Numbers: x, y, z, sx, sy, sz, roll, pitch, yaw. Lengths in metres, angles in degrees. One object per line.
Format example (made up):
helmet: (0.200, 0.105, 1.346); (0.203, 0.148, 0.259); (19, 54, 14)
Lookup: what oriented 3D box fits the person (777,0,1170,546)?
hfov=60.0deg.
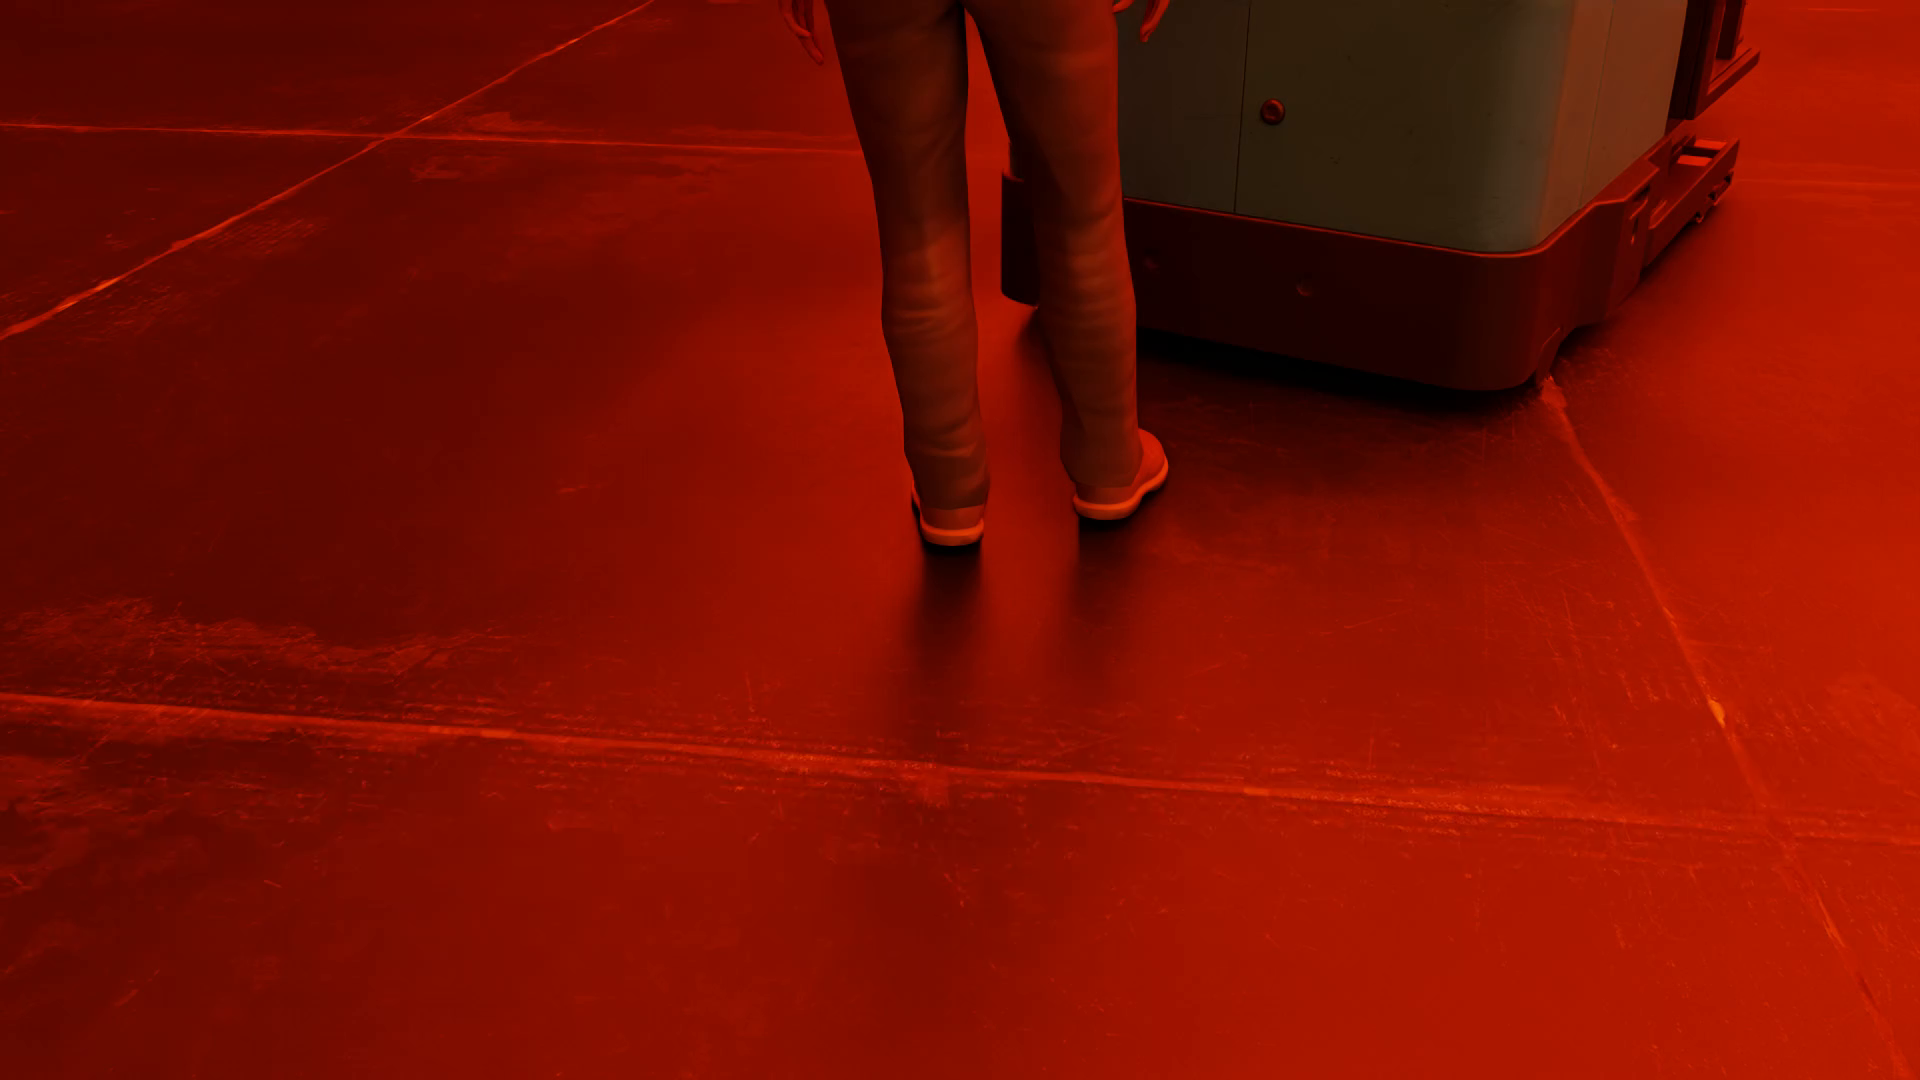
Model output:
person: (0.032, -0.785, 2.203); (0.569, 1.655, 0.504); (3, 27, 7)

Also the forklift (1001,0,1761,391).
forklift: (1.300, -2.178, 3.583); (1.130, 2.935, 3.031); (16, 31, 29)
